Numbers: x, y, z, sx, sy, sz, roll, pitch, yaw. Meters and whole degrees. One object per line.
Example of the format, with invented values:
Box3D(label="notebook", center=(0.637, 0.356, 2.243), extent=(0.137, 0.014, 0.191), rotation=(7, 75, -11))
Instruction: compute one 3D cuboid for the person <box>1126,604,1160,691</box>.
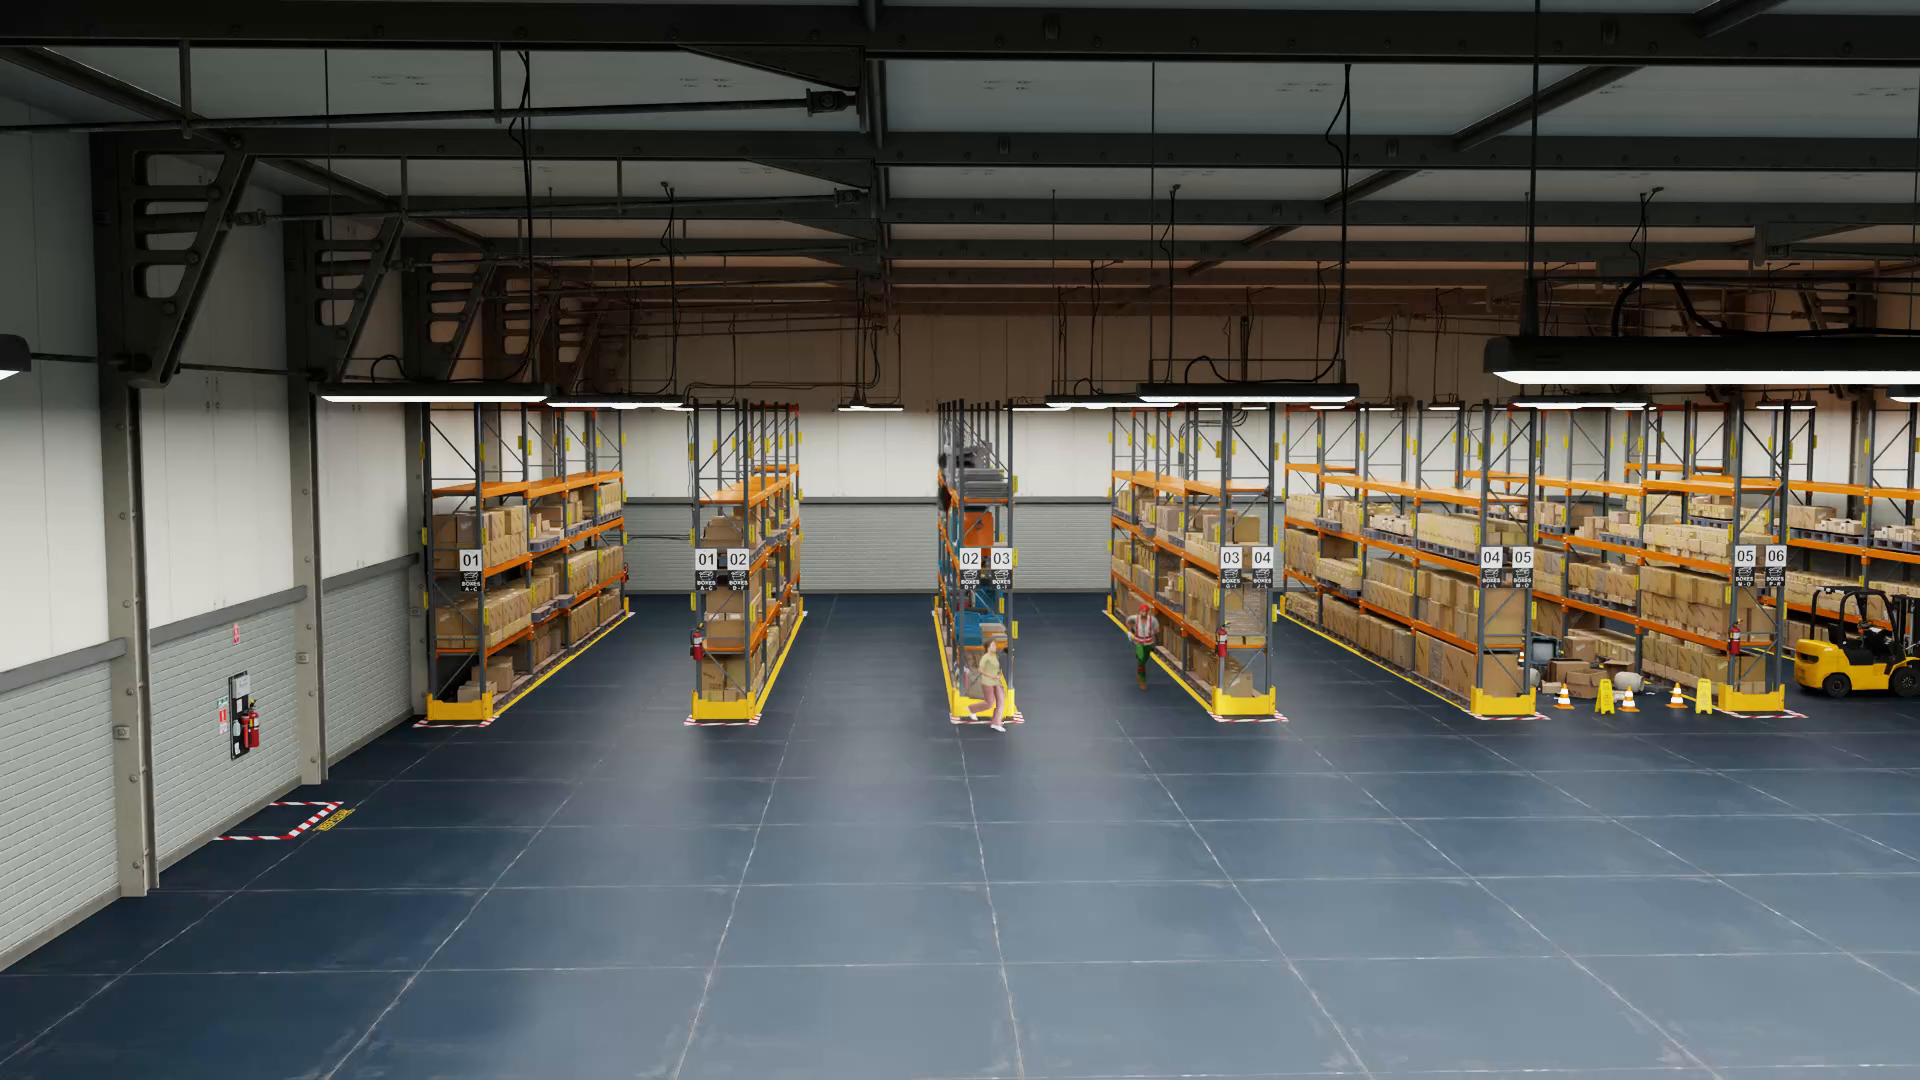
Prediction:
Box3D(label="person", center=(3.818, 2.202, 34.817), extent=(0.653, 1.794, 0.985), rotation=(-1, 4, -7))

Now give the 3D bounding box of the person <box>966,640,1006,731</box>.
Box3D(label="person", center=(0.497, 2.629, 30.209), extent=(0.797, 1.667, 0.589), rotation=(3, 5, 30))
